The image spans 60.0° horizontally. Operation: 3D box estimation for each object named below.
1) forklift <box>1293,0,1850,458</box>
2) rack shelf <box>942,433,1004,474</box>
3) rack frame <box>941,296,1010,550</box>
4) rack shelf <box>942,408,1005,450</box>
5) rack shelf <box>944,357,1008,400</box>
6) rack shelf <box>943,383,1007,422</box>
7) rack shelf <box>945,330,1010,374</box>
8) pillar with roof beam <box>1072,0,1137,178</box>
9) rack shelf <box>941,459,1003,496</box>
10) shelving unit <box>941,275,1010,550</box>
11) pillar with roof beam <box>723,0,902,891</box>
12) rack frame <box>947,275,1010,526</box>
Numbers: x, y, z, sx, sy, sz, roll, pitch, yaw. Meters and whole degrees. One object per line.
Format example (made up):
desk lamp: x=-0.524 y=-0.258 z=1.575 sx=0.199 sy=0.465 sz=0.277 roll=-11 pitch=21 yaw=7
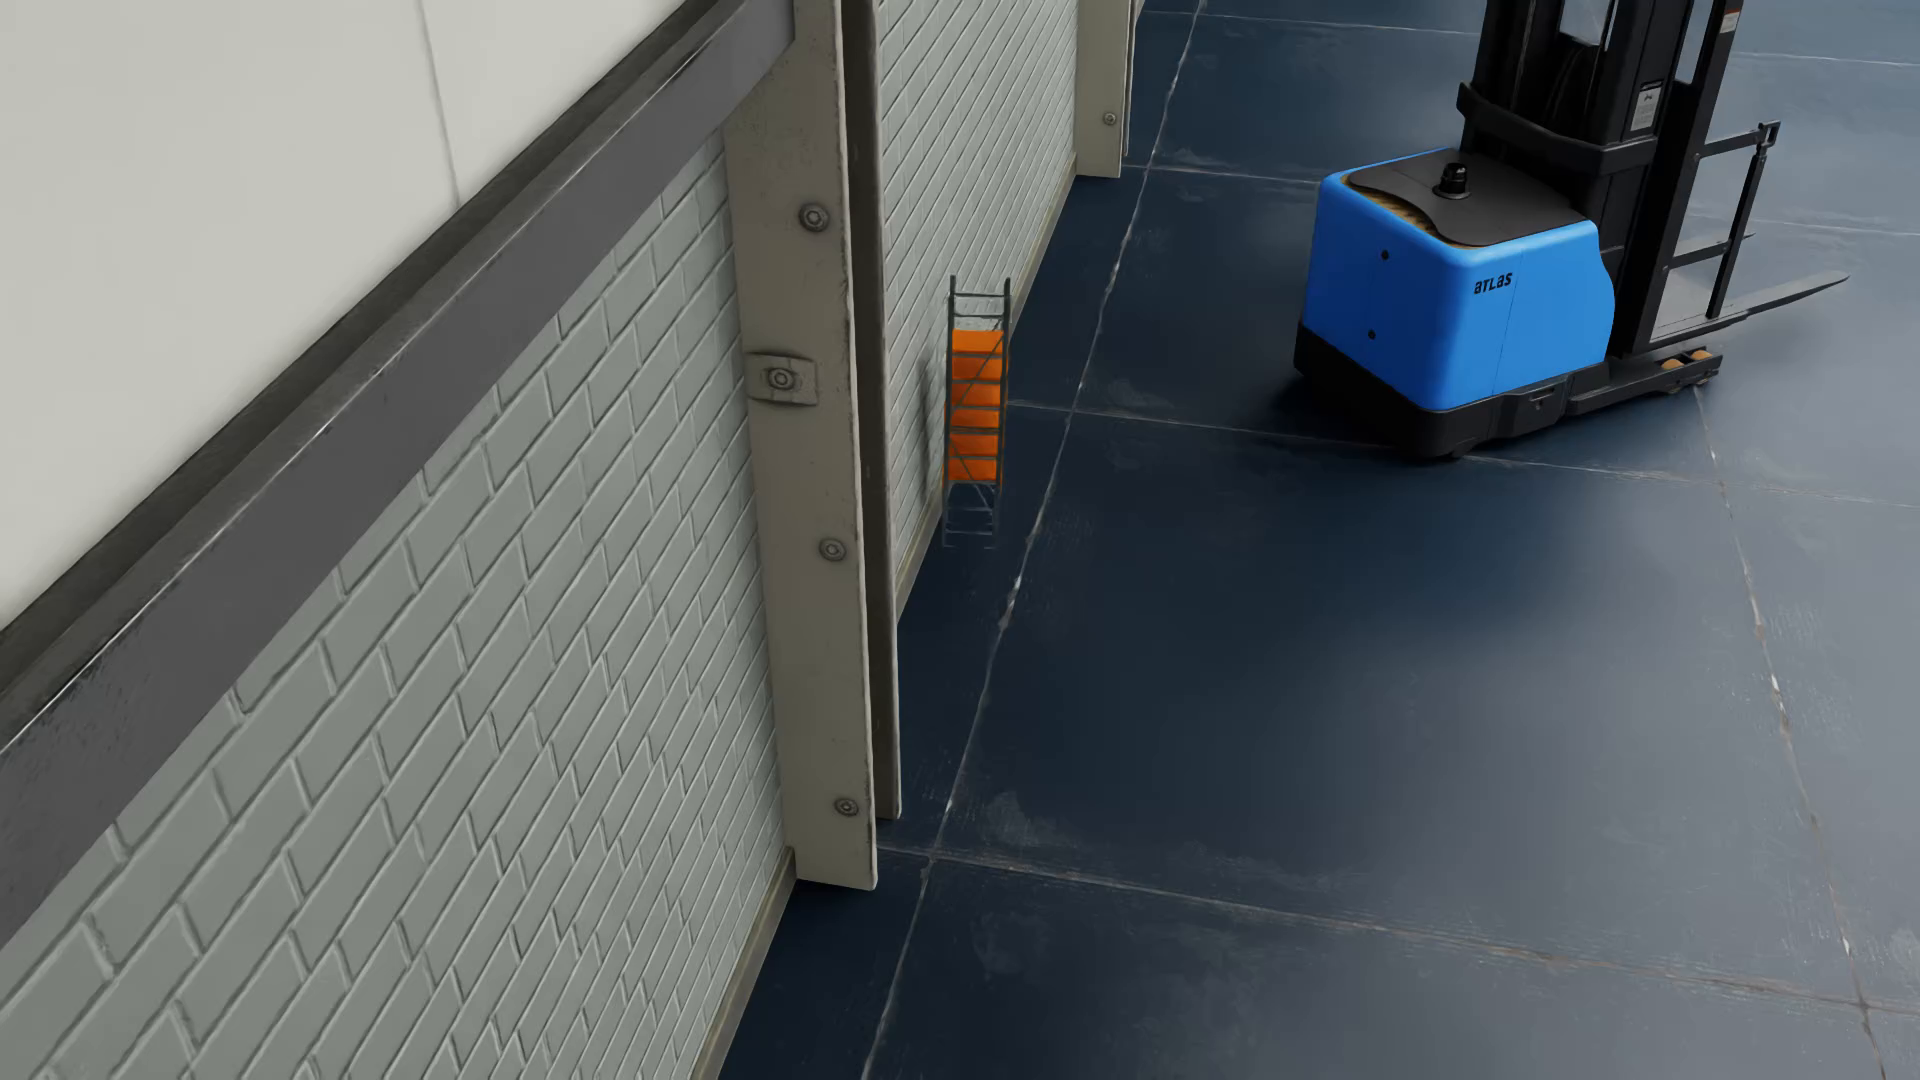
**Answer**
forklift: x=3.219 y=-2.172 z=7.749 sx=3.031 sy=2.935 sz=1.130 roll=-17 pitch=39 yaw=-22
rack shelf: x=0.055 y=-0.374 z=7.013 sx=0.258 sy=0.103 sz=0.180 roll=2 pitch=35 yaw=0
rack frame: x=0.058 y=-0.457 z=6.845 sx=0.240 sy=1.200 sz=0.006 roll=2 pitch=35 yaw=0
rack shelf: x=0.059 y=-0.473 z=6.945 sx=0.258 sy=0.103 sz=0.180 roll=2 pitch=35 yaw=0
rack shelf: x=0.067 y=-0.670 z=6.808 sx=0.258 sy=0.103 sz=0.180 roll=2 pitch=35 yaw=0
rack shelf: x=0.063 y=-0.571 z=6.877 sx=0.258 sy=0.103 sz=0.180 roll=2 pitch=35 yaw=0
rack shelf: x=0.070 y=-0.768 z=6.740 sx=0.258 sy=0.103 sz=0.180 roll=2 pitch=35 yaw=0
pillar with roof beam: x=5.088 y=-5.492 z=7.159 sx=9.100 sy=9.000 sz=0.400 roll=7 pitch=37 yaw=10
rack shelf: x=0.052 y=-0.276 z=7.082 sx=0.258 sy=0.103 sz=0.180 roll=2 pitch=35 yaw=0
shelving unit: x=0.060 y=-0.509 z=6.920 sx=0.258 sy=1.200 sz=0.189 roll=2 pitch=35 yaw=0
pillar with roof beam: x=3.806 y=-2.052 z=2.413 sx=9.100 sy=9.000 sz=0.400 roll=7 pitch=37 yaw=10
rack frame: x=0.063 y=-0.561 z=6.995 sx=0.240 sy=1.200 sz=0.006 roll=2 pitch=35 yaw=0
